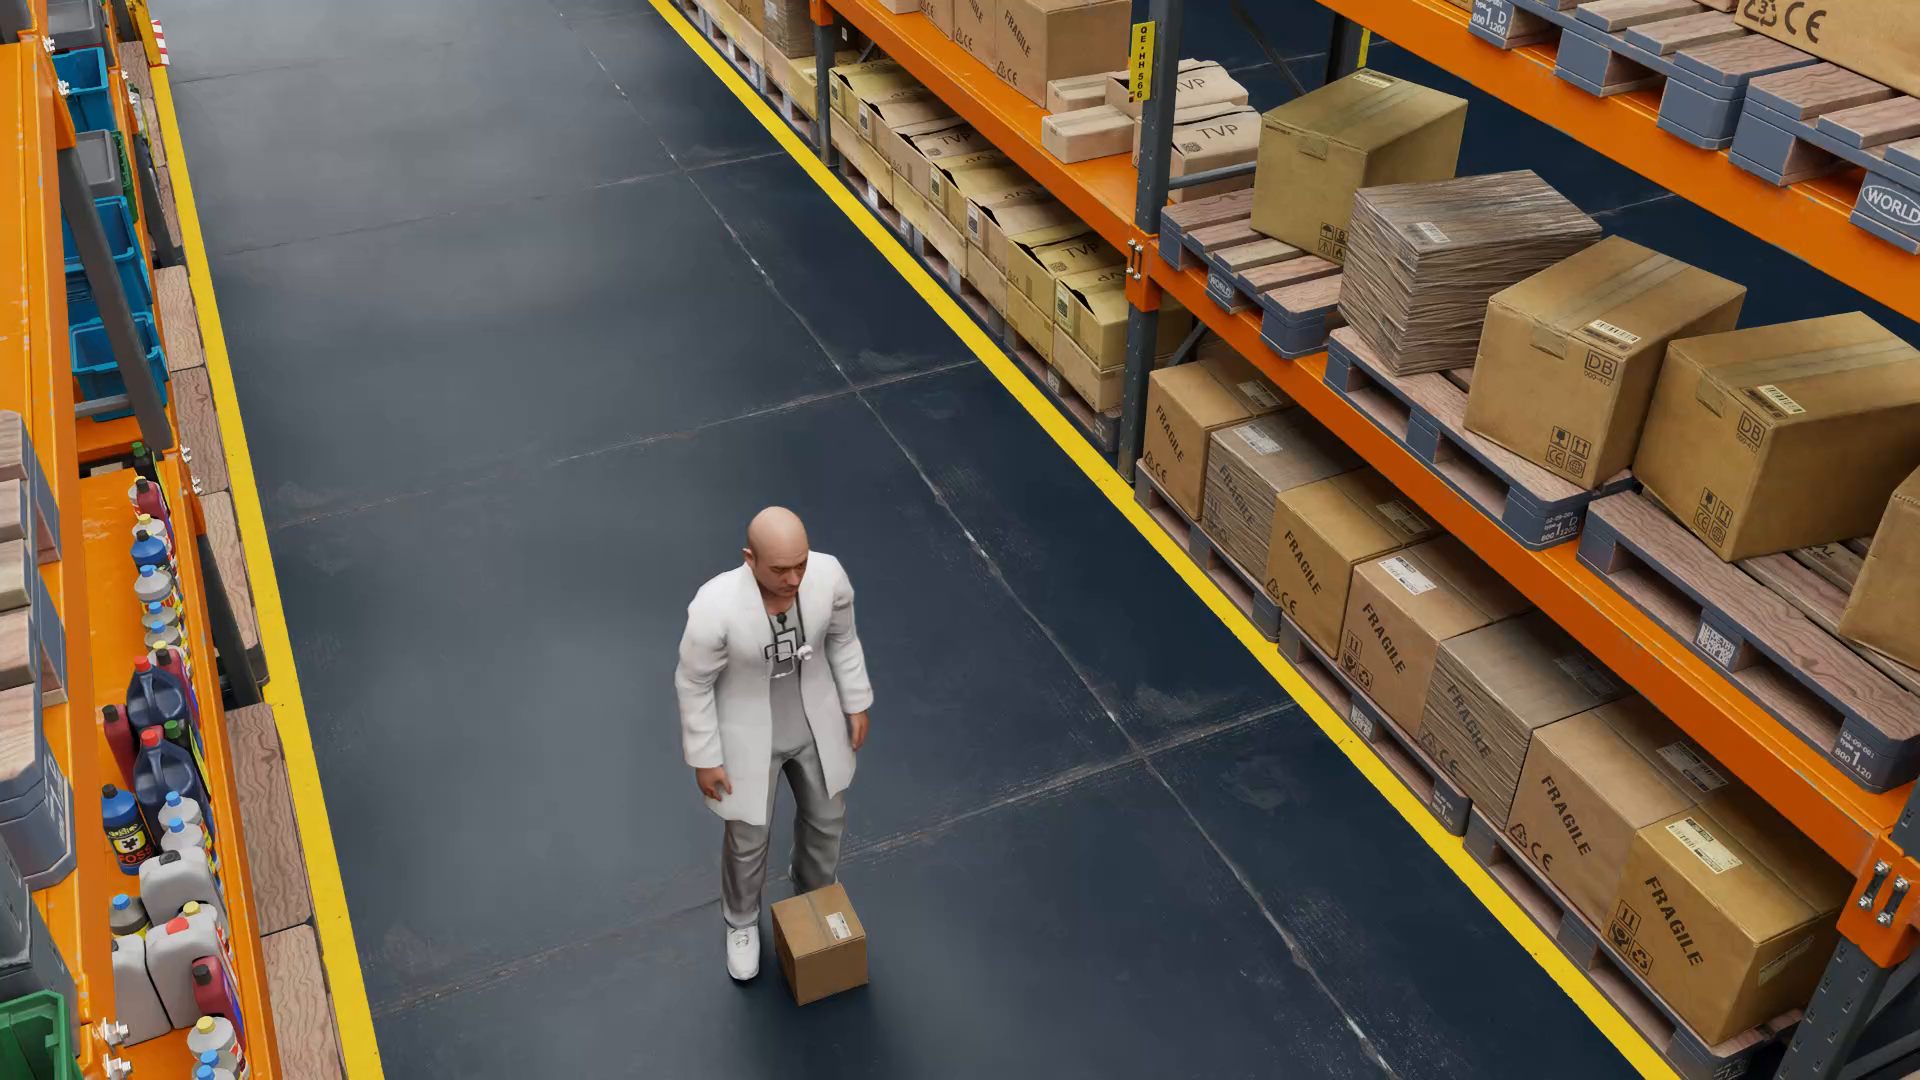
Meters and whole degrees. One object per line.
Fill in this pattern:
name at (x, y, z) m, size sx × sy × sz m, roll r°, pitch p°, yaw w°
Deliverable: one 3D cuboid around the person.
person at (-0.572, 0.618, 5.337) m, size 0.652 × 1.773 × 0.426 m, roll -18°, pitch 40°, yaw -22°
